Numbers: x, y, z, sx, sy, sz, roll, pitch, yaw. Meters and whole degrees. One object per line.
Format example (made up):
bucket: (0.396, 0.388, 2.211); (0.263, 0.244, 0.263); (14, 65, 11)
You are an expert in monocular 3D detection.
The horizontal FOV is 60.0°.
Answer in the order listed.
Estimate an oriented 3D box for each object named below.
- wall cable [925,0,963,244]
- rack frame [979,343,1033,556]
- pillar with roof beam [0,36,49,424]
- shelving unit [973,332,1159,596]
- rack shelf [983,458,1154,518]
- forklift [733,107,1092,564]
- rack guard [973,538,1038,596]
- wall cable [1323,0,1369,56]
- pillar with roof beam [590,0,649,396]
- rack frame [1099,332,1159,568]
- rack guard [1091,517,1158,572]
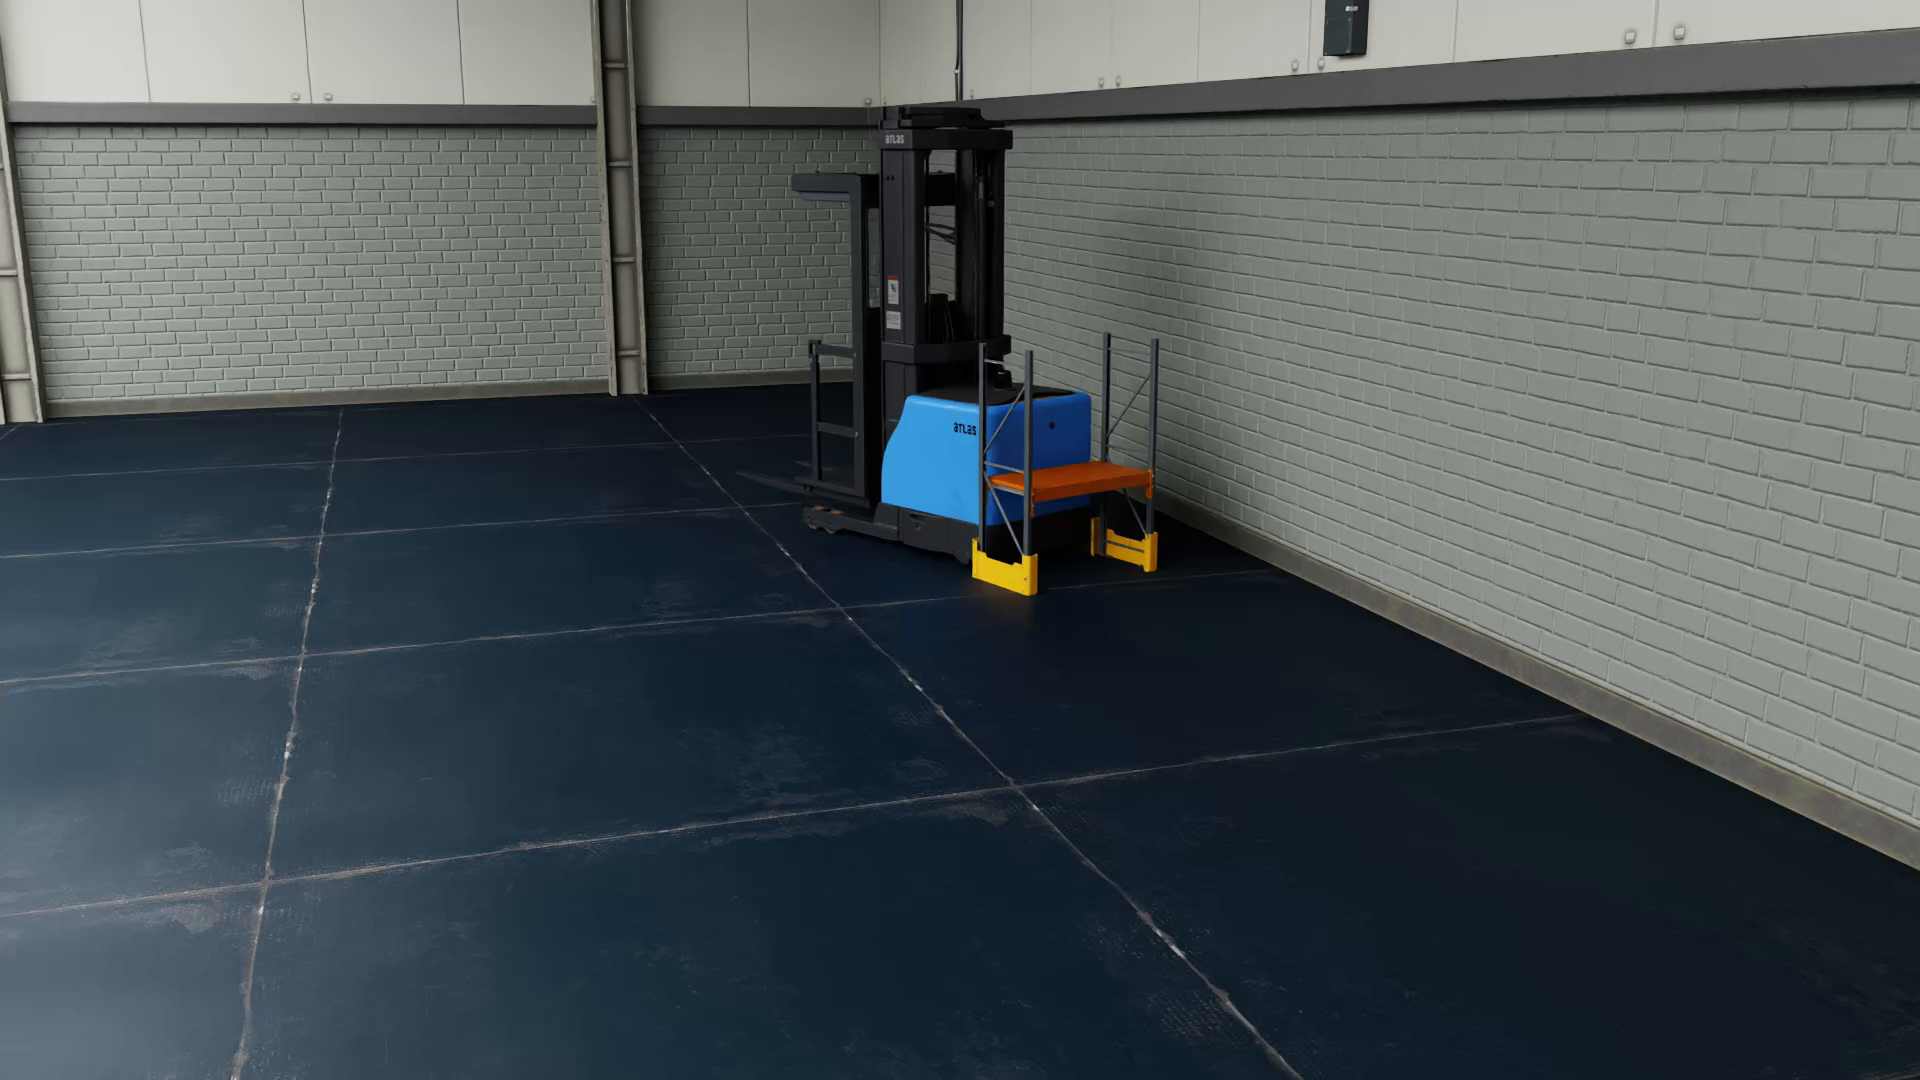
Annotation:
wall cable: (-0.479, -4.433, 17.542); (0.112, 2.526, 3.097); (-4, 14, -18)
rack frame: (0.278, -0.445, 10.273); (0.032, 1.500, 0.500); (-10, 16, -35)
pillar with roof beam: (-8.006, -4.629, 11.657); (0.400, 9.000, 9.100); (-4, 14, -18)
shelving unit: (0.680, -0.513, 10.561); (1.083, 1.500, 0.587); (-10, 16, -35)
rack shelf: (0.688, -0.340, 10.607); (1.000, 0.185, 0.538); (-10, 16, -35)
forklift: (-0.479, -1.540, 11.785); (1.130, 2.935, 3.031); (-12, 18, -42)
rack guard: (0.279, 0.163, 10.418); (0.087, 0.250, 0.587); (-10, 16, -35)
wall cable: (2.534, -5.514, 8.031); (0.169, 6.003, 2.305); (-4, 14, -18)
pillar with roof beam: (-2.320, -5.072, 13.518); (0.400, 9.000, 9.100); (-4, 14, -18)
rack frame: (1.097, -0.584, 10.859); (0.032, 1.500, 0.500); (-10, 16, -35)
rack guard: (1.081, 0.026, 10.992); (0.087, 0.250, 0.587); (-10, 16, -35)
